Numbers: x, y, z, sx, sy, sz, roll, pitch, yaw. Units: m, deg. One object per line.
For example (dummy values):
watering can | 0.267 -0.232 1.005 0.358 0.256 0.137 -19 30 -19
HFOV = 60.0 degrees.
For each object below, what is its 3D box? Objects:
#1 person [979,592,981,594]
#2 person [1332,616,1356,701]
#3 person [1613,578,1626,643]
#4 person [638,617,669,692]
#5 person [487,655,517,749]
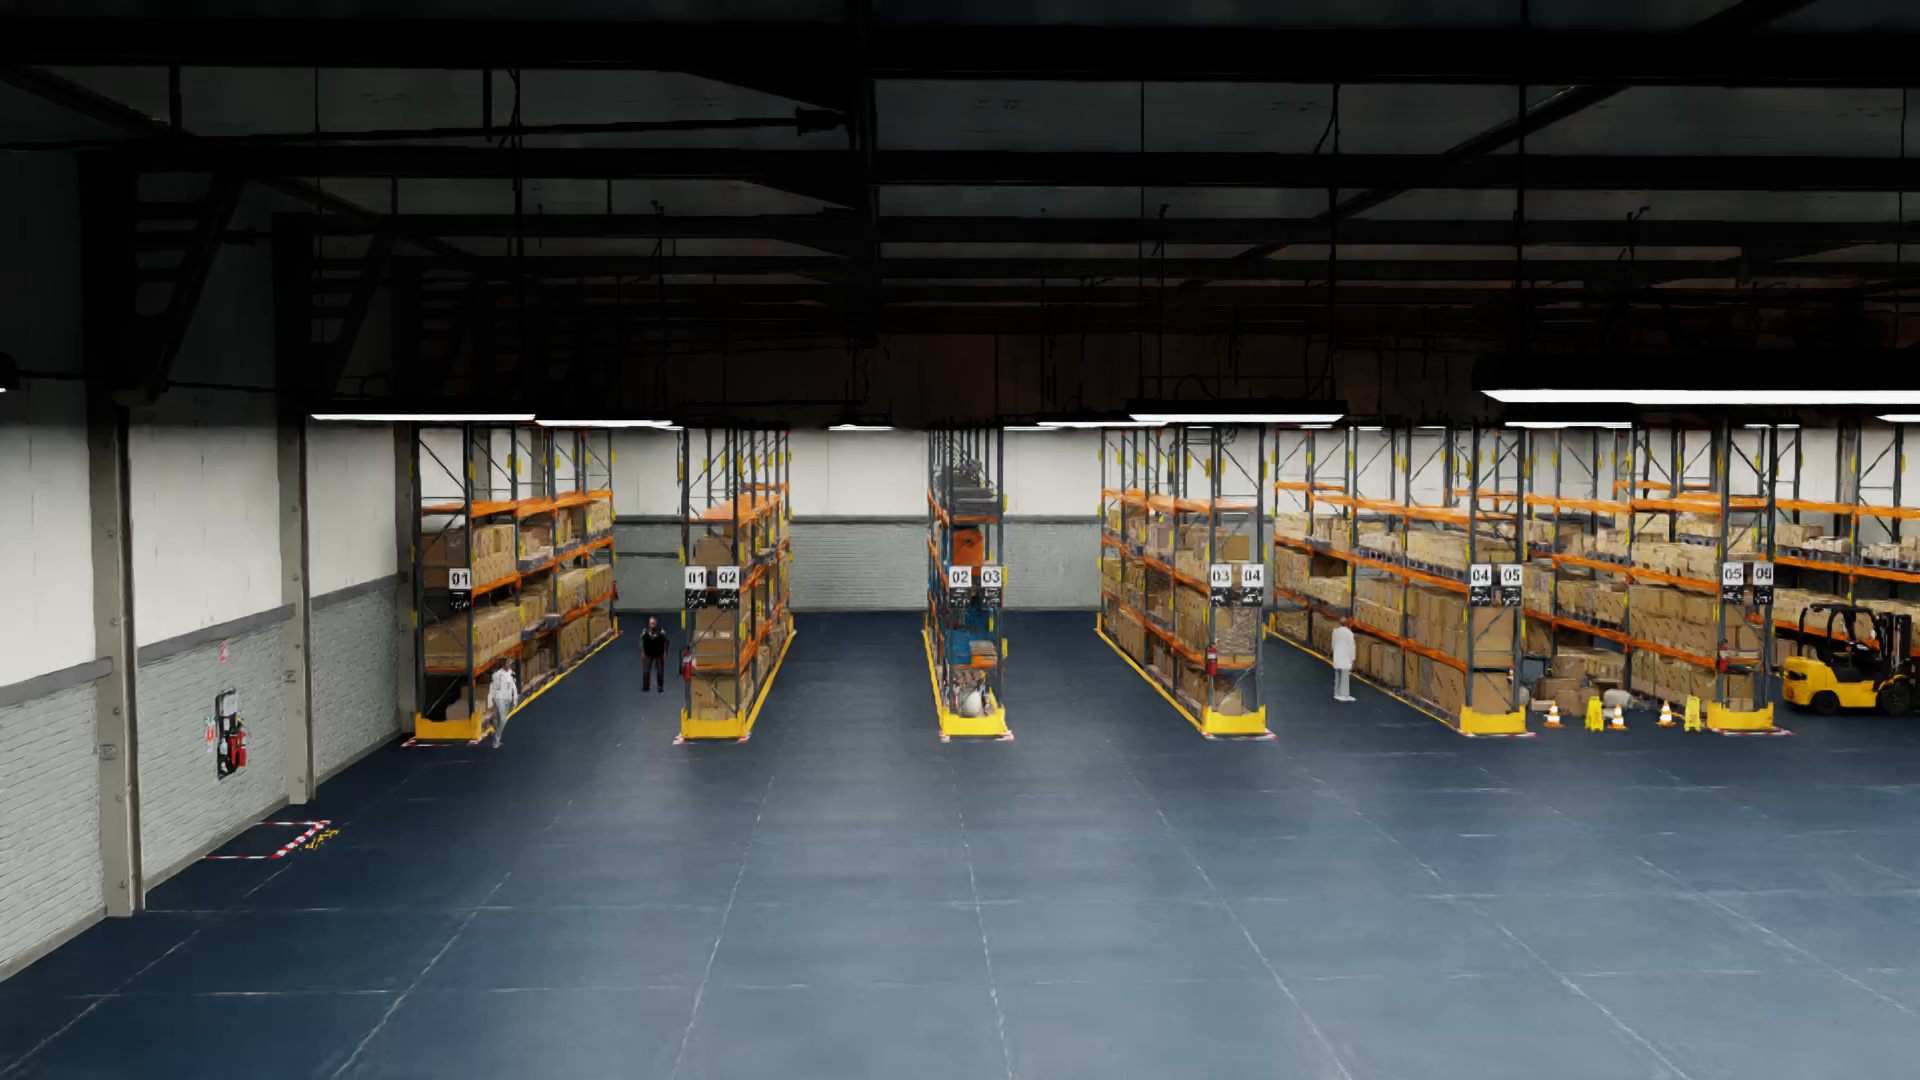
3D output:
person | 0.538 1.835 46.560 0.384 1.672 0.625 1 4 17
person | 8.190 2.603 35.378 0.504 1.596 0.638 -2 4 -33
person | 17.950 1.904 44.824 0.573 1.764 0.681 1 4 12
person | -6.719 2.513 36.492 0.677 1.674 0.529 0 4 -4
person | -8.319 2.908 30.172 0.505 1.677 0.555 2 4 32
